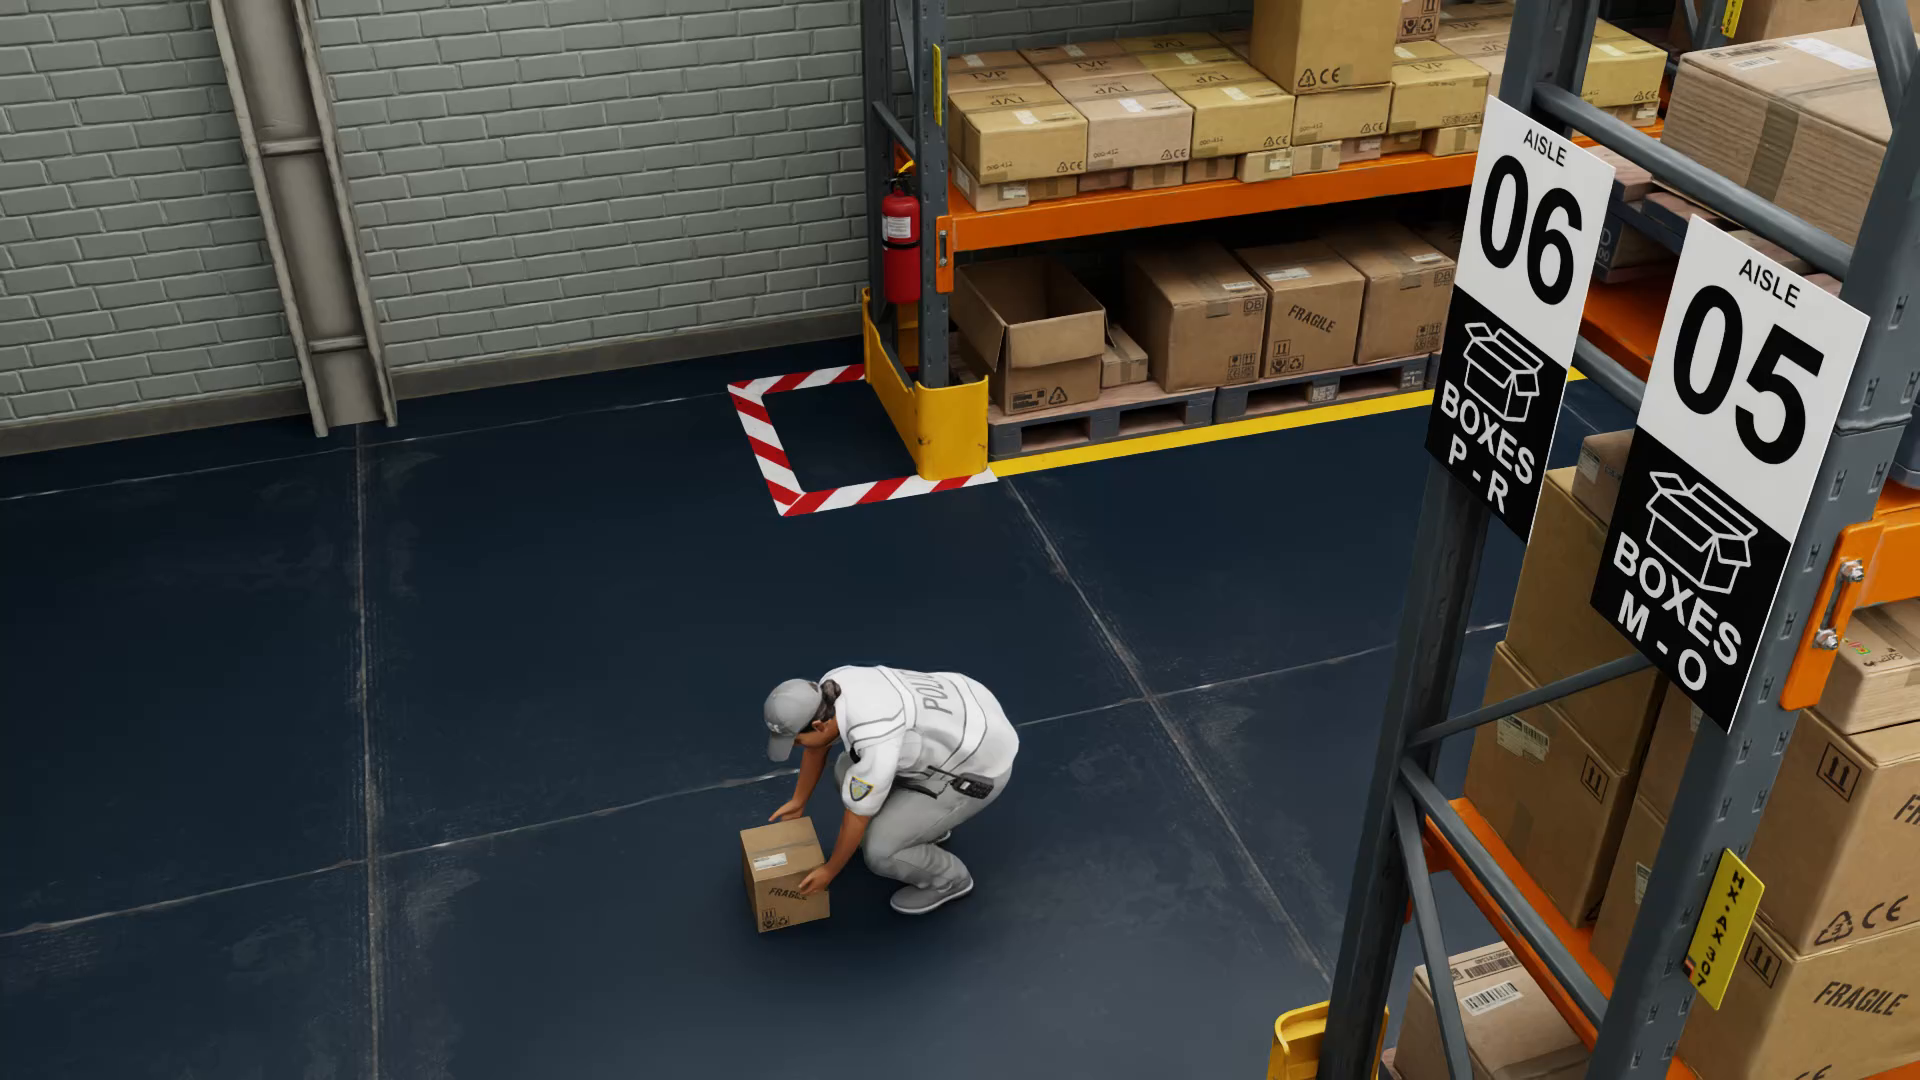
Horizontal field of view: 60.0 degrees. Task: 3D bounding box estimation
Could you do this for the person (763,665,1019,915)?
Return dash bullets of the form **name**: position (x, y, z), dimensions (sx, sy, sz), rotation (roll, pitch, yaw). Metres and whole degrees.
- **person**: position (-0.227, 0.790, 5.580), dimensions (0.847, 0.992, 0.527), rotation (-10, 35, -15)
